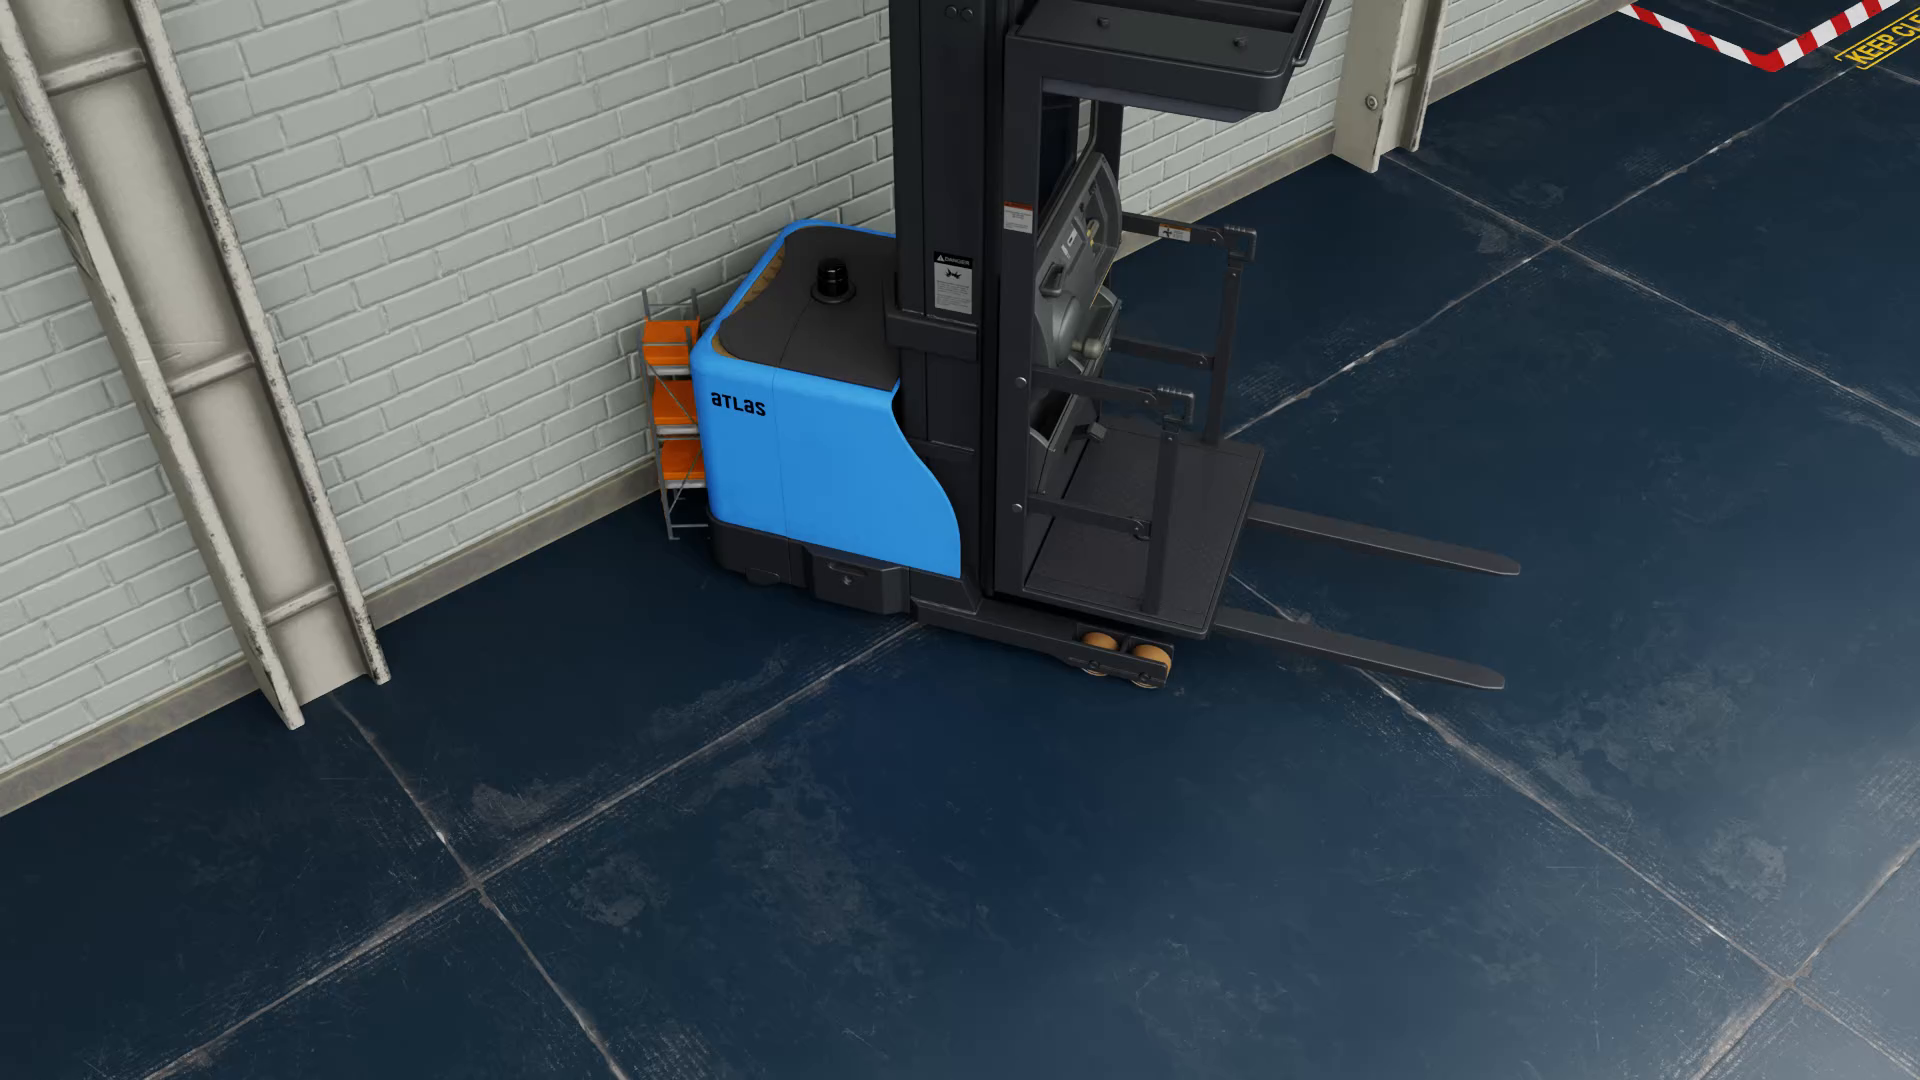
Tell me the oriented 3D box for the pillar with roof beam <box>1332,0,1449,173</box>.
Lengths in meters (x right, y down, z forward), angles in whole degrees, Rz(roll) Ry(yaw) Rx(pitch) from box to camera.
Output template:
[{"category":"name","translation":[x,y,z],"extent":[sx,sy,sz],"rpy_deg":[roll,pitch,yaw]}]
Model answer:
[{"category":"pillar with roof beam","translation":[4.996,-3.133,3.512],"extent":[0.400,9.000,9.100],"rpy_deg":[-30,51,-28]}]

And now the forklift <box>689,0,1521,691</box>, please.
[{"category":"forklift","translation":[0.592,-0.930,5.600],"extent":[3.031,2.935,1.130],"rpy_deg":[13,45,14]}]

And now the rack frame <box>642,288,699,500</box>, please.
[{"category":"rack frame","translation":[-1.090,-0.555,6.574],"extent":[0.200,1.050,0.008],"rpy_deg":[-1,43,-2]}]

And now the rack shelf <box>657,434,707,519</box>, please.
[{"category":"rack shelf","translation":[-1.085,-0.262,6.683],"extent":[0.215,0.259,0.240],"rpy_deg":[-1,43,-2]}]

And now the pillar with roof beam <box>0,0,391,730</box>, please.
[{"category":"pillar with roof beam","translation":[0.394,-0.497,0.706],"extent":[0.400,9.000,9.100],"rpy_deg":[-30,51,-28]}]

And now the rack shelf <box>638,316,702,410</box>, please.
[{"category":"rack shelf","translation":[-1.085,-0.671,6.299],"extent":[0.215,0.259,0.240],"rpy_deg":[-1,43,-2]}]

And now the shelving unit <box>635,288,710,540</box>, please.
[{"category":"shelving unit","translation":[-1.085,-0.472,6.486],"extent":[0.215,1.050,0.252],"rpy_deg":[-1,43,-2]}]

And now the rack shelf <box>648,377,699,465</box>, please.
[{"category":"rack shelf","translation":[-1.085,-0.464,6.493],"extent":[0.215,0.259,0.240],"rpy_deg":[-1,43,-2]}]

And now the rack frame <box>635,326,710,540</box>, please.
[{"category":"rack frame","translation":[-1.081,-0.388,6.397],"extent":[0.200,1.050,0.008],"rpy_deg":[-1,43,-2]}]
